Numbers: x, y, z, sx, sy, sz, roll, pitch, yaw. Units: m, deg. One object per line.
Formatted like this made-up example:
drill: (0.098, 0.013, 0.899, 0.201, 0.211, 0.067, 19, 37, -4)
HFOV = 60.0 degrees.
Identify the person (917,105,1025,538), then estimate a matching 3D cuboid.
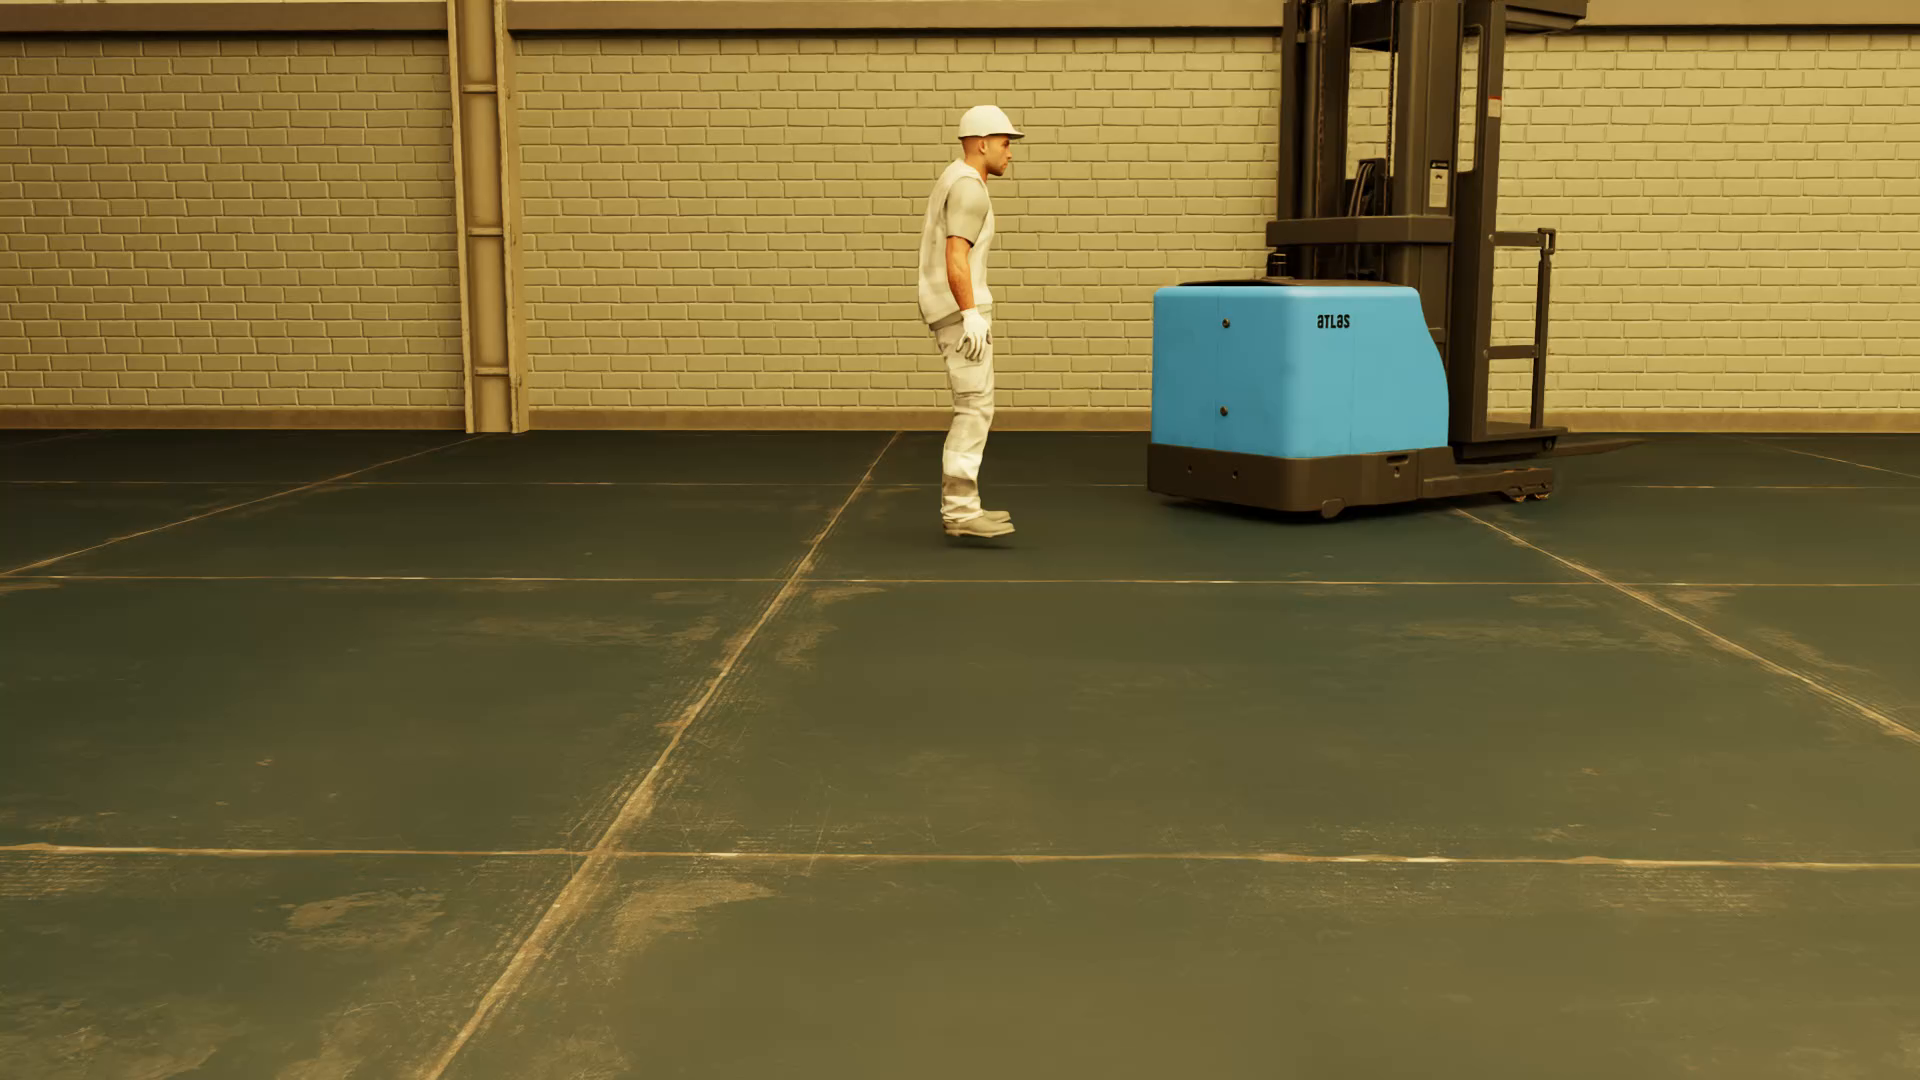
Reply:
person: (0.046, -0.917, 6.994, 0.452, 1.776, 0.608, 0, 9, -1)

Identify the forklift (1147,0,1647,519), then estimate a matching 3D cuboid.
forklift: (2.424, -1.696, 8.522, 3.031, 2.935, 1.130, -6, 11, -35)
